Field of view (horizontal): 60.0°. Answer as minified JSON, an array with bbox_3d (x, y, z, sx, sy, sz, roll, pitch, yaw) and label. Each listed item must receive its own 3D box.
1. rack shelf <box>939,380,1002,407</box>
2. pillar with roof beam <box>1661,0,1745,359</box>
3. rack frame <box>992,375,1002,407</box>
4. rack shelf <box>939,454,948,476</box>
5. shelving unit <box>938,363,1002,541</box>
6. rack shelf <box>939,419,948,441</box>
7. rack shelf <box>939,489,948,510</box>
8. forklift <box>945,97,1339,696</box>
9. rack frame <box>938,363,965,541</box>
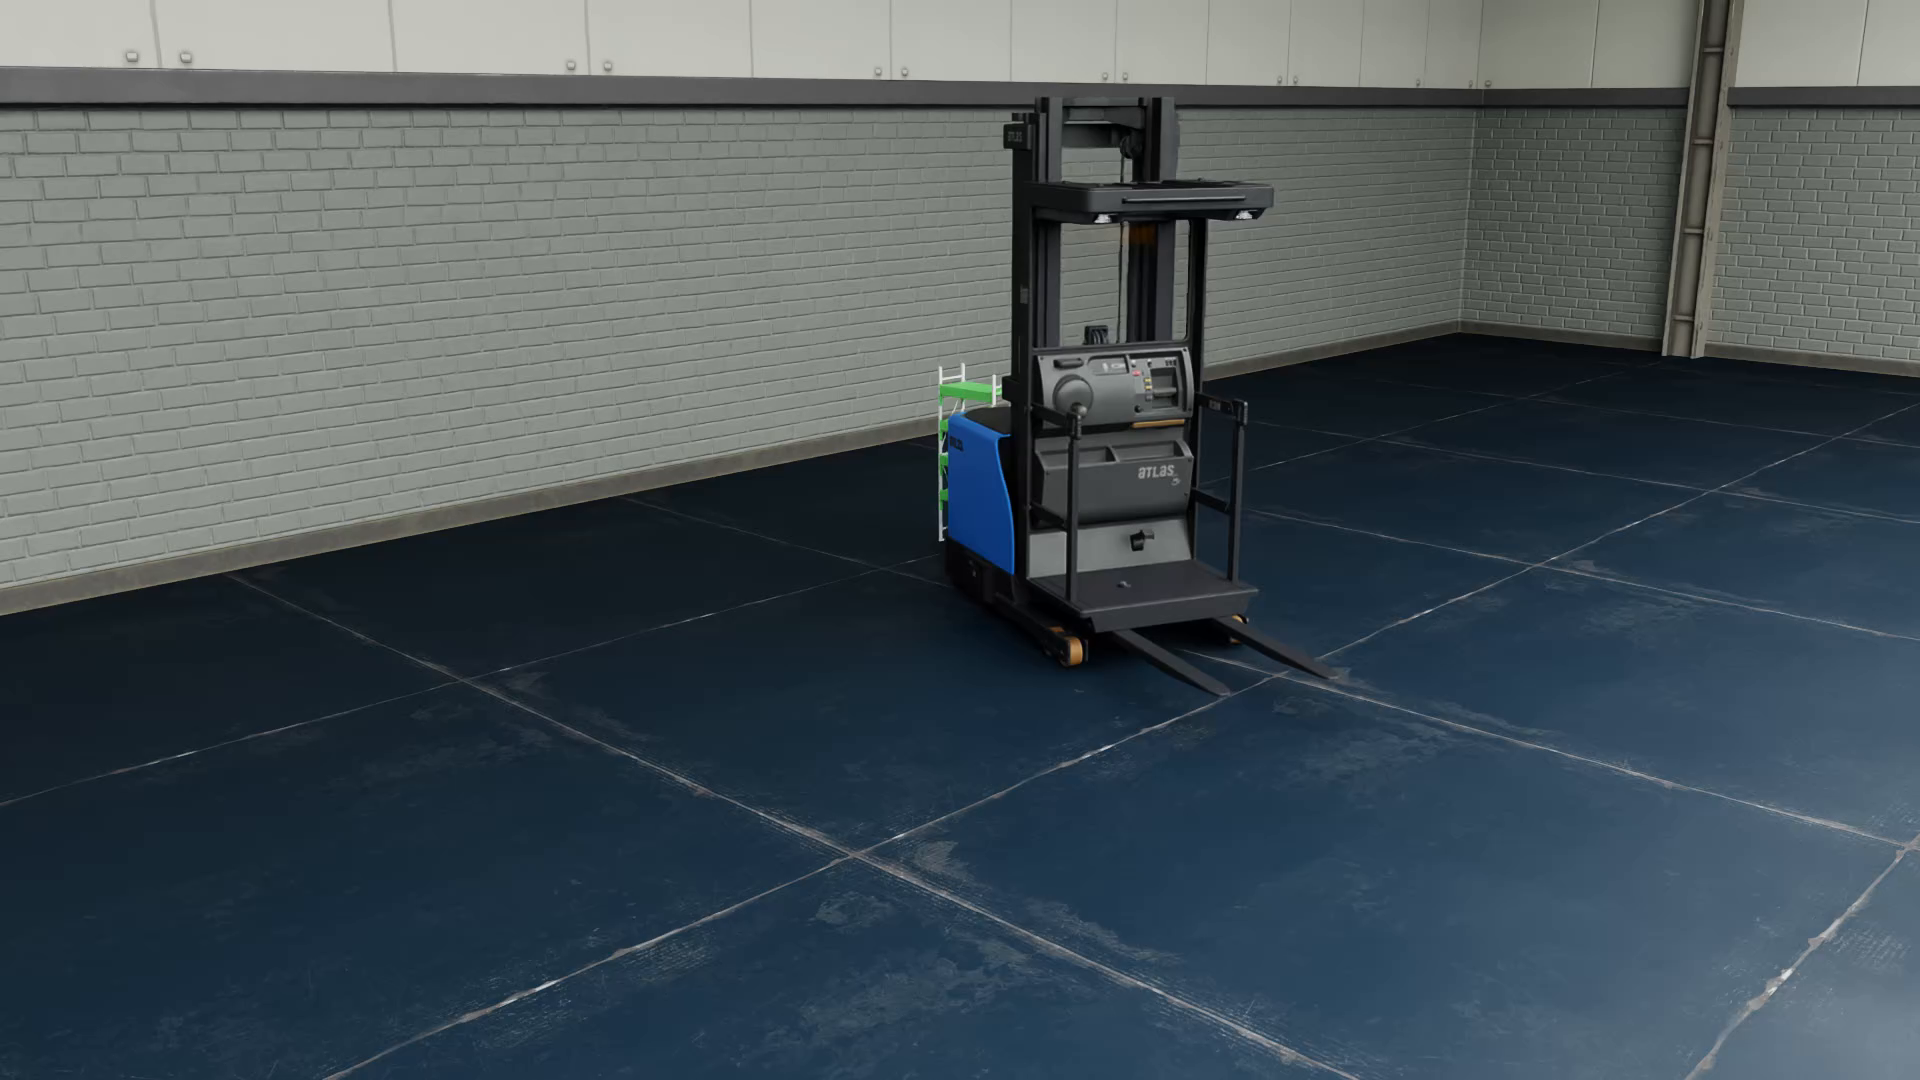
[{"bbox_3d":[0.119,-0.954,11.065,0.480,0.148,0.258,14,20,42],"label":"rack shelf"},{"bbox_3d":[5.664,-5.781,15.771,0.400,9.000,9.100,14,20,42],"label":"pillar with roof beam"},{"bbox_3d":[0.295,-0.509,11.006,0.015,1.200,0.240,14,20,42],"label":"rack frame"},{"bbox_3d":[0.119,-0.490,11.186,0.480,0.148,0.258,14,20,42],"label":"rack shelf"},{"bbox_3d":[0.119,-0.552,11.170,0.503,1.200,0.258,14,20,42],"label":"shelving unit"},{"bbox_3d":[0.119,-0.722,11.125,0.480,0.148,0.258,14,20,42],"label":"rack shelf"},{"bbox_3d":[0.119,-0.258,11.246,0.480,0.148,0.258,14,20,42],"label":"rack shelf"},{"bbox_3d":[0.941,-0.862,8.929,1.130,2.935,3.031,-6,16,-22],"label":"forklift"},{"bbox_3d":[-0.057,-0.594,11.334,0.015,1.200,0.240,14,20,42],"label":"rack frame"}]
